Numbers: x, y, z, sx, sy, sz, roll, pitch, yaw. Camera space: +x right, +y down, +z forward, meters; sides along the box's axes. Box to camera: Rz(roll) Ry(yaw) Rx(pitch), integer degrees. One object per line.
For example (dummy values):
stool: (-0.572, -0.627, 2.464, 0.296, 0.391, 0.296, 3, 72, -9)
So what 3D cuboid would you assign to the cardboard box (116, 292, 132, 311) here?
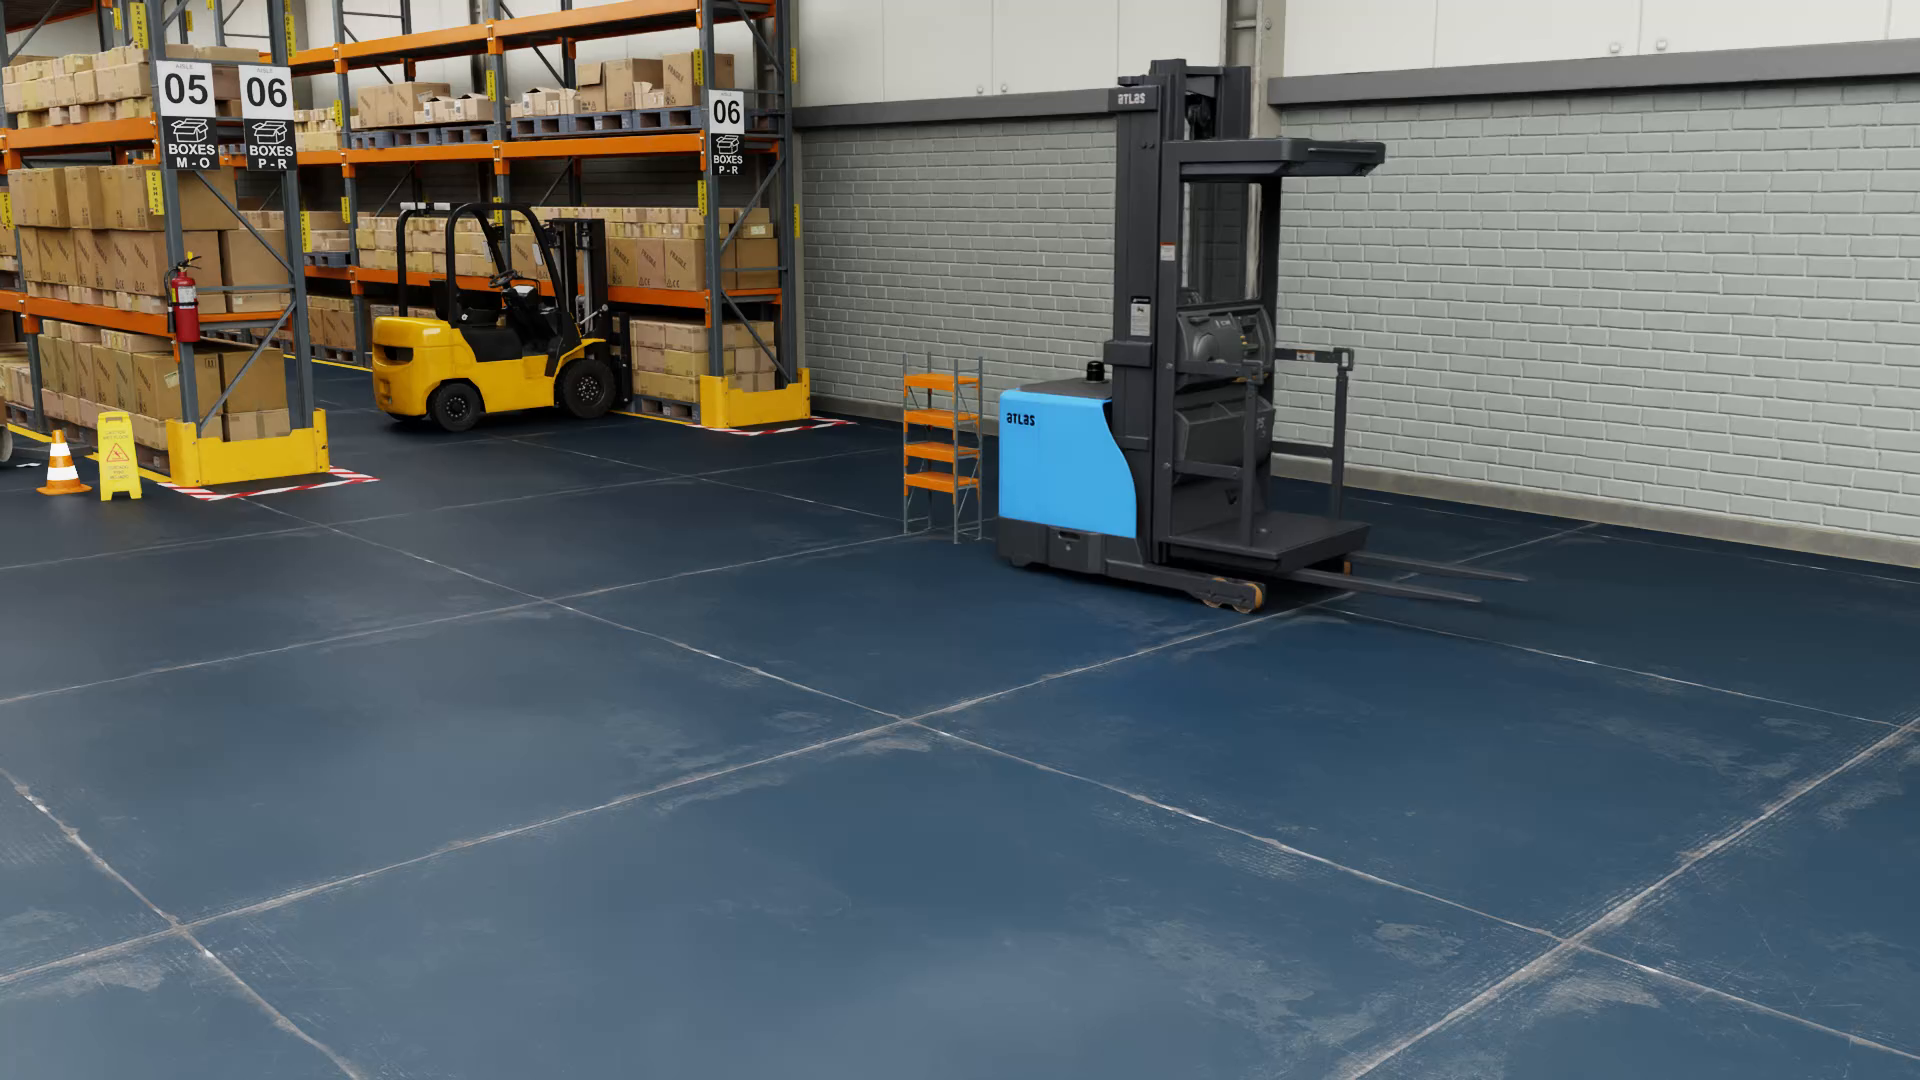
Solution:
cardboard box: (-6.672, -1.965, 13.637, 0.380, 0.149, 0.250, -11, 16, -42)

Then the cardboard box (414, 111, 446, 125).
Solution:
cardboard box: (-6.329, -5.075, 20.013, 0.380, 0.149, 0.250, -11, 16, -43)

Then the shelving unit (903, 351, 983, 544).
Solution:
shelving unit: (-0.114, -0.612, 10.908, 0.258, 1.200, 0.503, -11, 16, -43)

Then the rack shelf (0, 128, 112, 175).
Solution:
rack shelf: (-9.786, -3.960, 17.049, 1.077, 0.370, 4.000, -11, 16, -43)

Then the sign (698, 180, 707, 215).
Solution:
sign: (-2.457, -3.270, 15.891, 0.100, 0.325, 0.005, -11, 16, -43)

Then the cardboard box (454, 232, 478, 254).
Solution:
cardboard box: (-5.702, -3.525, 19.722, 0.500, 0.250, 0.500, 11, 16, 44)

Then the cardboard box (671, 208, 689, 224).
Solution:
cardboard box: (-2.648, -3.227, 16.548, 0.380, 0.149, 0.250, -11, 16, -42)

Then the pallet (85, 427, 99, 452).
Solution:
pallet: (-7.069, -0.915, 14.828, 1.003, 0.211, 1.213, -11, 16, -43)

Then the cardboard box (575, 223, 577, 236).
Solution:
cardboard box: (-3.925, -3.336, 17.817, 0.250, 0.149, 0.380, 11, 16, 43)

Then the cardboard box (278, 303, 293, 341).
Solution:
cardboard box: (-9.455, -3.141, 23.877, 0.500, 0.500, 0.500, 11, 16, 43)

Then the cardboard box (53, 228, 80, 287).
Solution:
cardboard box: (-7.602, -2.498, 14.618, 0.500, 0.500, 0.500, -11, 16, -43)

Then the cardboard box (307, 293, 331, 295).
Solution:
cardboard box: (-9.133, -3.404, 23.546, 0.380, 0.149, 0.250, -11, 16, -42)

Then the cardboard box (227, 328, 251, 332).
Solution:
cardboard box: (-10.940, -3.261, 25.331, 0.250, 0.149, 0.380, 11, 16, 43)

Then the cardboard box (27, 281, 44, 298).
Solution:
cardboard box: (-8.420, -2.338, 15.448, 0.380, 0.149, 0.250, -11, 16, -43)

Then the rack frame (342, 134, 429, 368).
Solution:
rack frame: (-7.580, -3.828, 22.056, 1.000, 3.000, 0.127, -11, 16, -43)

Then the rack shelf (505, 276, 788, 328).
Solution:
rack shelf: (-3.437, -2.600, 17.878, 1.077, 0.370, 4.000, -11, 16, -43)

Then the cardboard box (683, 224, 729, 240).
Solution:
cardboard box: (-2.497, -3.038, 16.369, 0.380, 0.149, 0.250, -11, 16, -42)

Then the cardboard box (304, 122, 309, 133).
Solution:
cardboard box: (-8.666, -5.593, 22.574, 0.380, 0.149, 0.250, -11, 16, -42)

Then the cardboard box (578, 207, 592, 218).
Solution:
cardboard box: (-3.865, -3.491, 17.831, 0.380, 0.149, 0.250, -11, 16, -43)

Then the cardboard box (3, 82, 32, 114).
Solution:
cardboard box: (-8.299, -3.991, 15.048, 0.500, 0.250, 0.500, -11, 16, -44)

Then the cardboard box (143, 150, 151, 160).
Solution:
cardboard box: (-13.053, -6.262, 27.062, 0.380, 0.149, 0.250, -10, 16, -41)

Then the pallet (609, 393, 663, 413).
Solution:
pallet: (-3.452, -1.578, 18.048, 1.003, 0.211, 1.213, -11, 16, -43)

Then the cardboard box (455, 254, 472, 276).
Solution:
cardboard box: (-5.706, -3.280, 19.770, 0.500, 0.250, 0.500, -11, 16, -43)

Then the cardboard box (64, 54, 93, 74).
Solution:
cardboard box: (-7.173, -3.932, 13.775, 0.380, 0.149, 0.250, -10, 16, -41)

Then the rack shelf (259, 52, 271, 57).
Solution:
rack shelf: (-11.724, -7.288, 25.774, 1.077, 0.370, 4.000, -11, 16, -43)

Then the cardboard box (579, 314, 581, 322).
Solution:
cardboard box: (-4.013, -2.331, 18.088, 0.500, 0.250, 0.500, -10, 15, -41)

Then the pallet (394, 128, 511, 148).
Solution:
pallet: (-6.272, -4.955, 20.562, 1.003, 0.211, 1.213, -10, 15, -40)

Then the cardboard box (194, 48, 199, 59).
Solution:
cardboard box: (-5.926, -3.819, 13.229, 0.380, 0.149, 0.250, -11, 16, -43)

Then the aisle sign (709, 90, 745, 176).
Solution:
aisle sign: (-2.222, -3.883, 15.881, 0.394, 0.787, 0.004, -11, 16, -43)

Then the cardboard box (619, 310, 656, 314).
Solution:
cardboard box: (-3.638, -2.400, 18.423, 0.500, 0.250, 0.500, -11, 16, -42)

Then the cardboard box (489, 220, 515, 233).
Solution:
cardboard box: (-5.214, -3.629, 19.239, 0.380, 0.149, 0.250, -10, 15, -41)

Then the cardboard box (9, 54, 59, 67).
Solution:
cardboard box: (-8.898, -4.465, 15.806, 0.500, 0.250, 0.500, -10, 16, -41)

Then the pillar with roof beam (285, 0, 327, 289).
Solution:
pillar with roof beam: (-13.285, -6.977, 22.475, 9.100, 9.000, 0.400, -11, 16, -43)

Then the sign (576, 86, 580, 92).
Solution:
sign: (-4.417, -5.082, 19.236, 0.100, 0.325, 0.005, -11, 16, -43)

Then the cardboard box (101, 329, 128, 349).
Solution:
cardboard box: (-7.039, -1.712, 14.097, 0.380, 0.149, 0.250, -10, 15, -40)

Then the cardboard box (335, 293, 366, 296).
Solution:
cardboard box: (-8.646, -3.427, 23.660, 0.380, 0.149, 0.250, -11, 16, -42)

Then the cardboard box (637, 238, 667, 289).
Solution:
cardboard box: (-2.937, -2.821, 16.924, 0.500, 0.500, 0.500, -10, 15, -41)

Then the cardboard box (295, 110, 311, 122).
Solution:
cardboard box: (-8.752, -5.726, 22.484, 0.380, 0.149, 0.250, -11, 16, -44)

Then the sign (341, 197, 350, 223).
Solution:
sign: (-7.966, -4.279, 21.573, 0.100, 0.325, 0.005, -11, 16, -43)

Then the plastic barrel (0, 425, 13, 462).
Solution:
plastic barrel: (-8.164, -0.796, 13.728, 0.512, 0.421, 0.421, -1, 12, -4)

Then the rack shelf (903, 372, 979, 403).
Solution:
rack shelf: (-0.114, -0.997, 10.828, 0.258, 0.148, 0.480, -11, 16, -43)

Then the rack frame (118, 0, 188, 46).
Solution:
rack frame: (-13.105, -7.933, 27.118, 1.000, 3.000, 0.127, -11, 16, -43)

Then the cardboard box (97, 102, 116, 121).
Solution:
cardboard box: (-6.779, -3.478, 13.549, 0.380, 0.149, 0.250, -11, 16, -43)

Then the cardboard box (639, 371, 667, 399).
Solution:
cardboard box: (-2.945, -1.617, 17.102, 0.500, 0.250, 0.500, -11, 16, -43)

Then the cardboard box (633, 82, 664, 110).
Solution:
cardboard box: (-3.022, -4.434, 16.609, 0.396, 0.266, 0.258, -11, 16, -42)

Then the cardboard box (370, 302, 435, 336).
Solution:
cardboard box: (-7.159, -2.777, 21.802, 0.875, 0.625, 0.625, -10, 15, -41)

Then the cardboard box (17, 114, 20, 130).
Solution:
cardboard box: (-8.367, -3.817, 15.194, 0.380, 0.149, 0.250, -11, 16, -43)

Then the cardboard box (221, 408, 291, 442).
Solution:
cardboard box: (-6.000, -0.983, 14.023, 0.500, 0.250, 0.500, -11, 16, -43)

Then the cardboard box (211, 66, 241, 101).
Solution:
cardboard box: (-5.797, -3.620, 13.248, 0.500, 0.250, 0.500, -11, 16, -44)

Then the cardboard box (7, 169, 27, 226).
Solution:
cardboard box: (-8.258, -3.141, 15.263, 0.700, 0.500, 0.500, -11, 16, -43)

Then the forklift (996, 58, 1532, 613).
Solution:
forklift: (1.666, -1.159, 9.275, 3.031, 2.935, 1.130, 10, 15, 40)

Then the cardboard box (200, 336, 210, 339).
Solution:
cardboard box: (-7.097, -1.581, 15.065, 0.500, 0.500, 0.500, -10, 15, -40)
